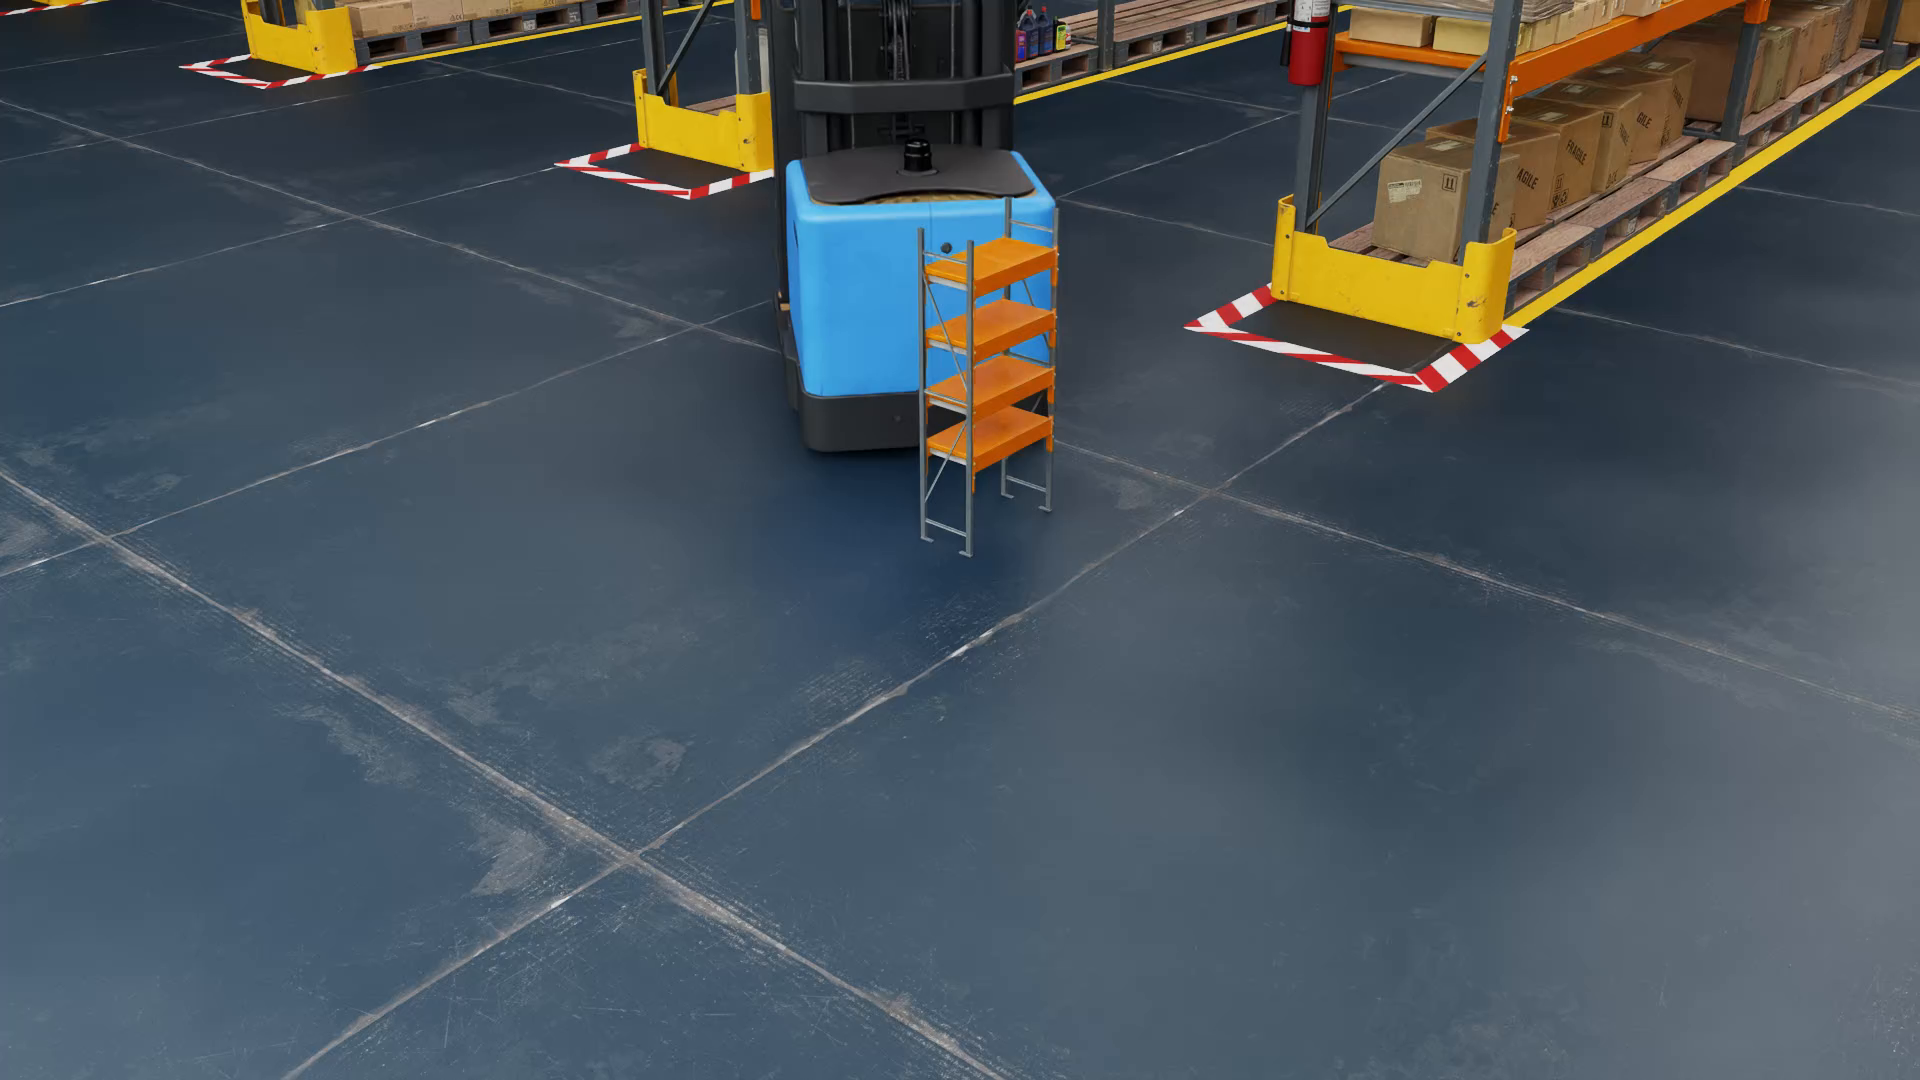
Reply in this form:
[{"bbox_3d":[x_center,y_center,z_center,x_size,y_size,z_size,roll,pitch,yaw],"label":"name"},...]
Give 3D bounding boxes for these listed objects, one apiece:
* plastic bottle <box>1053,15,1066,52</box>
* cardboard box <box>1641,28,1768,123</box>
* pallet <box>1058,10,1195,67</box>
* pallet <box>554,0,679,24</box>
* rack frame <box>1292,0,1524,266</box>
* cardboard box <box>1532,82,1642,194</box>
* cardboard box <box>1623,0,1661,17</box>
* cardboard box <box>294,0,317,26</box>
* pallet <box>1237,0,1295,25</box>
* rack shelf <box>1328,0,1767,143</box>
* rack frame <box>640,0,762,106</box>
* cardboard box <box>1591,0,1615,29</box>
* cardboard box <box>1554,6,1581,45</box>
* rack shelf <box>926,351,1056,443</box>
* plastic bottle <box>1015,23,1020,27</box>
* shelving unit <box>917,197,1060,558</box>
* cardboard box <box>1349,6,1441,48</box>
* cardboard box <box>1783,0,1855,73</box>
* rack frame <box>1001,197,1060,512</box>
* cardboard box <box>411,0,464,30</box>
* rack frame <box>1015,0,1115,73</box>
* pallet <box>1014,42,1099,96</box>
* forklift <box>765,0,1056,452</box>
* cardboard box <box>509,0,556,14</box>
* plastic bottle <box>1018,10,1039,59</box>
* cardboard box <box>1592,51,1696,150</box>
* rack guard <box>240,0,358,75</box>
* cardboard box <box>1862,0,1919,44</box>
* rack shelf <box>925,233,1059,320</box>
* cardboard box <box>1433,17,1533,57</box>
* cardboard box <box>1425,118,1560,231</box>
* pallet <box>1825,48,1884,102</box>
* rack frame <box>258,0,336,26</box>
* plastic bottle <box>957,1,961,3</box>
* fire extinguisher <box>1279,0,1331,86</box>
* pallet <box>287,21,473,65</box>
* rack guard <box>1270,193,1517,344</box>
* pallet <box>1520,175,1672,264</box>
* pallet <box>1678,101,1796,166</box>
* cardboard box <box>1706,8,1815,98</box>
[{"bbox_3d":[0.787,-4.064,13.319,0.061,0.283,0.133,23,35,37],"label":"plastic bottle"},{"bbox_3d":[5.067,-3.191,11.396,0.700,0.500,0.500,18,32,31],"label":"cardboard box"},{"bbox_3d":[1.308,-4.393,14.513,1.003,0.211,1.213,21,34,34],"label":"pallet"},{"bbox_3d":[-3.520,-5.283,16.232,1.003,0.211,1.213,21,34,34],"label":"pallet"},{"bbox_3d":[2.116,-2.476,7.772,1.000,3.000,0.127,21,34,34],"label":"rack frame"},{"bbox_3d":[3.682,-2.392,9.873,0.500,0.500,0.500,17,32,30],"label":"cardboard box"},{"bbox_3d":[3.510,-2.900,8.864,0.380,0.149,0.250,21,34,34],"label":"cardboard box"},{"bbox_3d":[-5.413,-4.615,14.441,0.500,0.250,0.500,21,34,34],"label":"cardboard box"},{"bbox_3d":[2.860,-5.258,16.185,1.003,0.211,1.213,21,34,34],"label":"pallet"},{"bbox_3d":[3.388,-2.866,9.308,1.077,0.370,4.000,21,34,34],"label":"rack shelf"},{"bbox_3d":[-1.706,-3.924,10.570,1.000,3.000,0.127,21,34,34],"label":"rack frame"},{"bbox_3d":[3.133,-2.745,8.564,0.380,0.149,0.250,21,34,34],"label":"cardboard box"},{"bbox_3d":[2.825,-2.563,8.214,0.380,0.149,0.250,21,34,34],"label":"cardboard box"},{"bbox_3d":[0.105,-0.532,6.119,0.258,0.148,0.480,21,34,34],"label":"rack shelf"},{"bbox_3d":[0.398,-3.982,13.167,0.152,0.276,0.135,21,34,34],"label":"plastic bottle"},{"bbox_3d":[0.105,-0.592,6.088,0.258,1.200,0.503,21,34,34],"label":"shelving unit"},{"bbox_3d":[2.138,-2.526,8.142,0.380,0.149,0.250,21,34,34],"label":"cardboard box"},{"bbox_3d":[6.451,-3.954,12.871,0.700,0.500,0.500,18,32,30],"label":"cardboard box"},{"bbox_3d":[0.260,-0.678,6.255,0.240,1.200,0.015,21,34,34],"label":"rack frame"},{"bbox_3d":[-4.698,-4.642,14.493,0.500,0.250,0.500,21,34,34],"label":"cardboard box"},{"bbox_3d":[0.838,-5.342,13.312,1.000,3.000,0.127,21,34,34],"label":"rack frame"},{"bbox_3d":[0.379,-3.878,13.516,1.003,0.211,1.213,21,34,34],"label":"pallet"},{"bbox_3d":[-0.340,-2.314,7.533,1.130,2.935,3.031,-4,28,-8],"label":"forklift"},{"bbox_3d":[-4.058,-4.995,15.176,0.500,0.250,0.500,21,34,34],"label":"cardboard box"},{"bbox_3d":[0.529,-3.980,13.084,0.144,0.351,0.185,19,33,32],"label":"plastic bottle"},{"bbox_3d":[4.375,-2.841,10.740,0.500,0.500,0.500,20,33,33],"label":"cardboard box"},{"bbox_3d":[-5.541,-4.254,13.929,1.175,0.500,0.348,21,34,34],"label":"rack guard"},{"bbox_3d":[7.659,-4.794,14.108,1.225,0.875,0.875,19,33,32],"label":"cardboard box"},{"bbox_3d":[0.105,-0.941,5.907,0.258,0.148,0.480,21,34,34],"label":"rack shelf"},{"bbox_3d":[2.481,-2.396,7.891,0.380,0.149,0.250,21,34,34],"label":"cardboard box"},{"bbox_3d":[2.880,-1.991,9.098,0.500,0.500,0.500,-18,32,-31],"label":"cardboard box"},{"bbox_3d":[6.706,-3.798,13.361,1.003,0.211,1.213,21,34,34],"label":"pallet"},{"bbox_3d":[-5.526,-5.373,13.371,1.000,3.000,0.127,21,34,34],"label":"rack frame"},{"bbox_3d":[0.004,-4.196,13.501,0.144,0.351,0.185,22,34,36],"label":"plastic bottle"},{"bbox_3d":[1.687,-2.536,7.972,0.296,0.674,0.183,21,34,34],"label":"fire extinguisher"},{"bbox_3d":[-5.072,-4.418,14.560,1.003,0.211,1.213,21,34,34],"label":"pallet"},{"bbox_3d":[2.164,-1.393,8.399,1.175,0.500,0.348,21,34,34],"label":"rack guard"},{"bbox_3d":[3.484,-1.973,9.834,1.003,0.211,1.213,21,34,34],"label":"pallet"},{"bbox_3d":[5.154,-2.932,11.689,1.003,0.211,1.213,21,34,34],"label":"pallet"},{"bbox_3d":[5.741,-3.553,12.096,0.700,0.500,0.500,18,32,30],"label":"cardboard box"}]
